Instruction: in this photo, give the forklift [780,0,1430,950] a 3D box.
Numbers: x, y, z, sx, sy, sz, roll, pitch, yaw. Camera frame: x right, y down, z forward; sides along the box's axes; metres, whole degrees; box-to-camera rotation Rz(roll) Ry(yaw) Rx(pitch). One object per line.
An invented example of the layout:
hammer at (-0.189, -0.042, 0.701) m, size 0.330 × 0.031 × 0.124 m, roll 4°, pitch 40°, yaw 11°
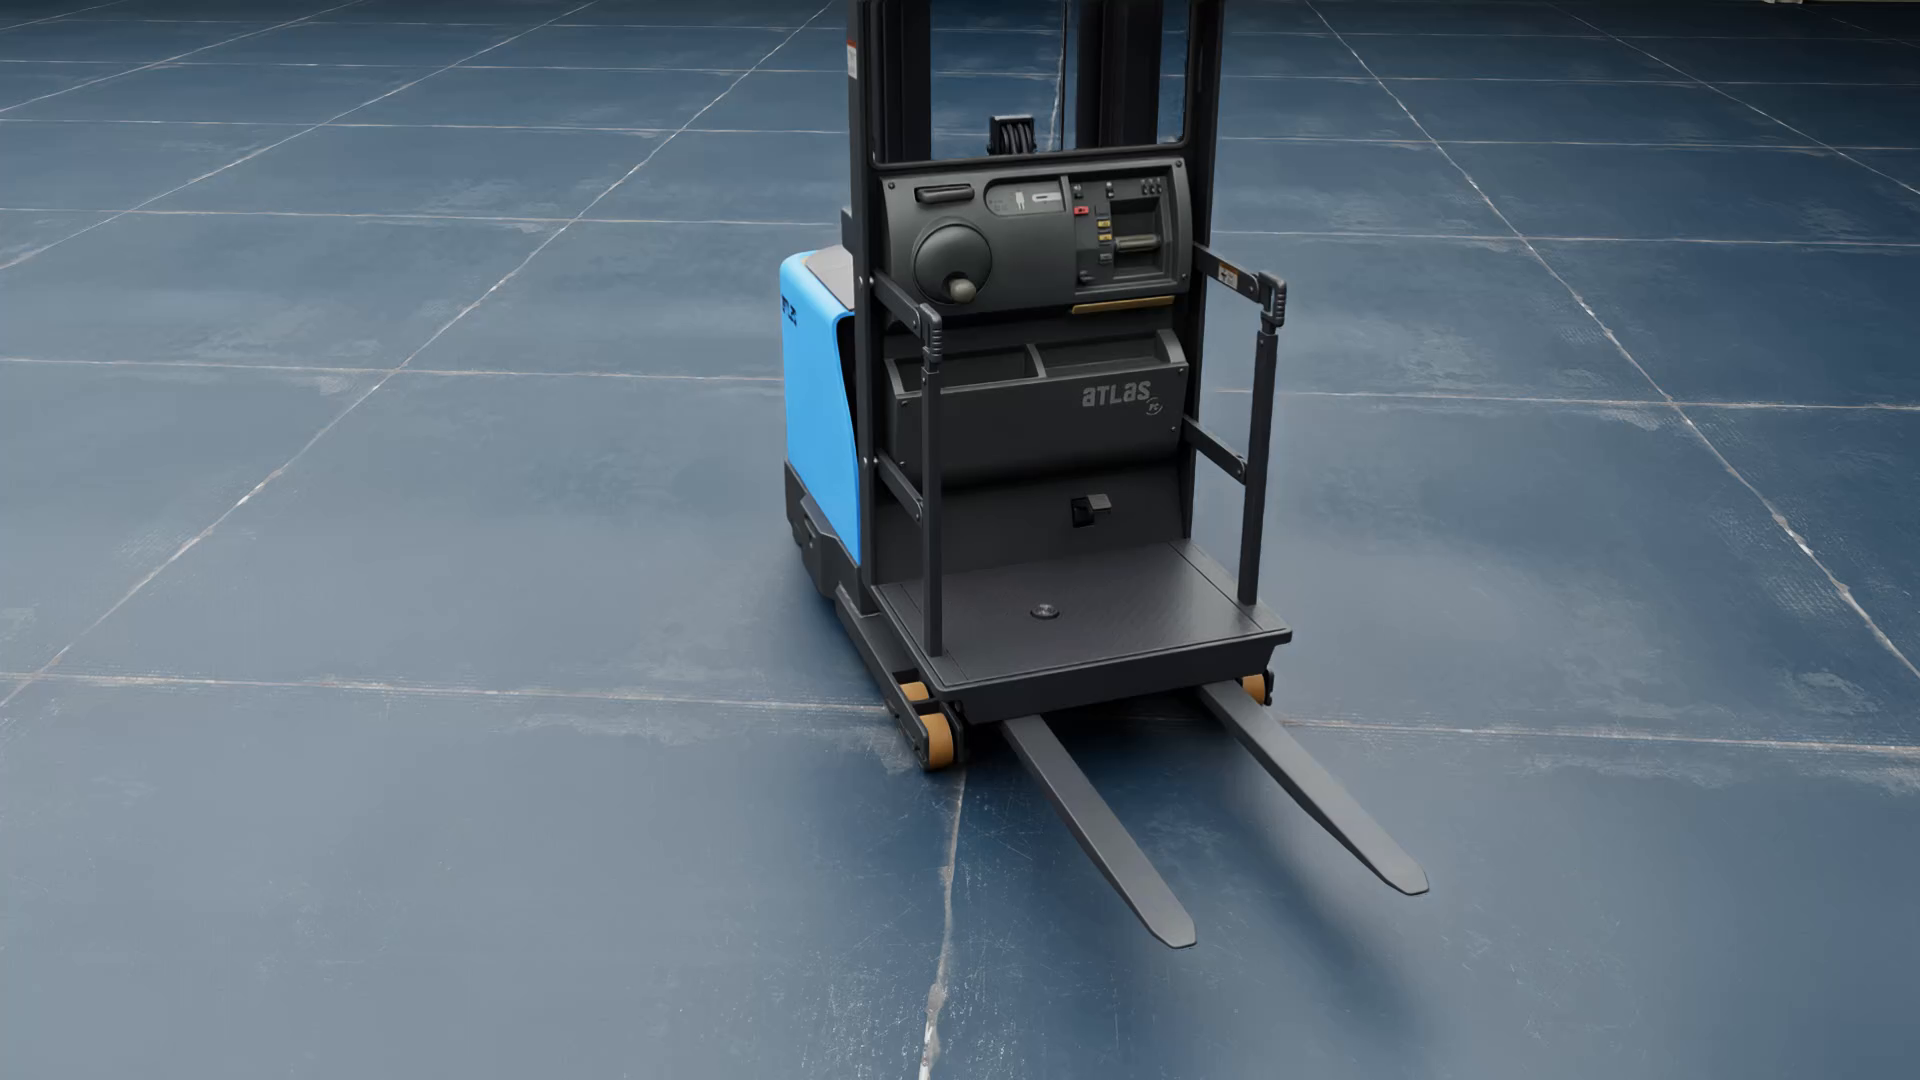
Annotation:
forklift at (0.305, -0.858, 4.608) m, size 1.130 × 2.935 × 3.031 m, roll -8°, pitch 26°, yaw -17°
